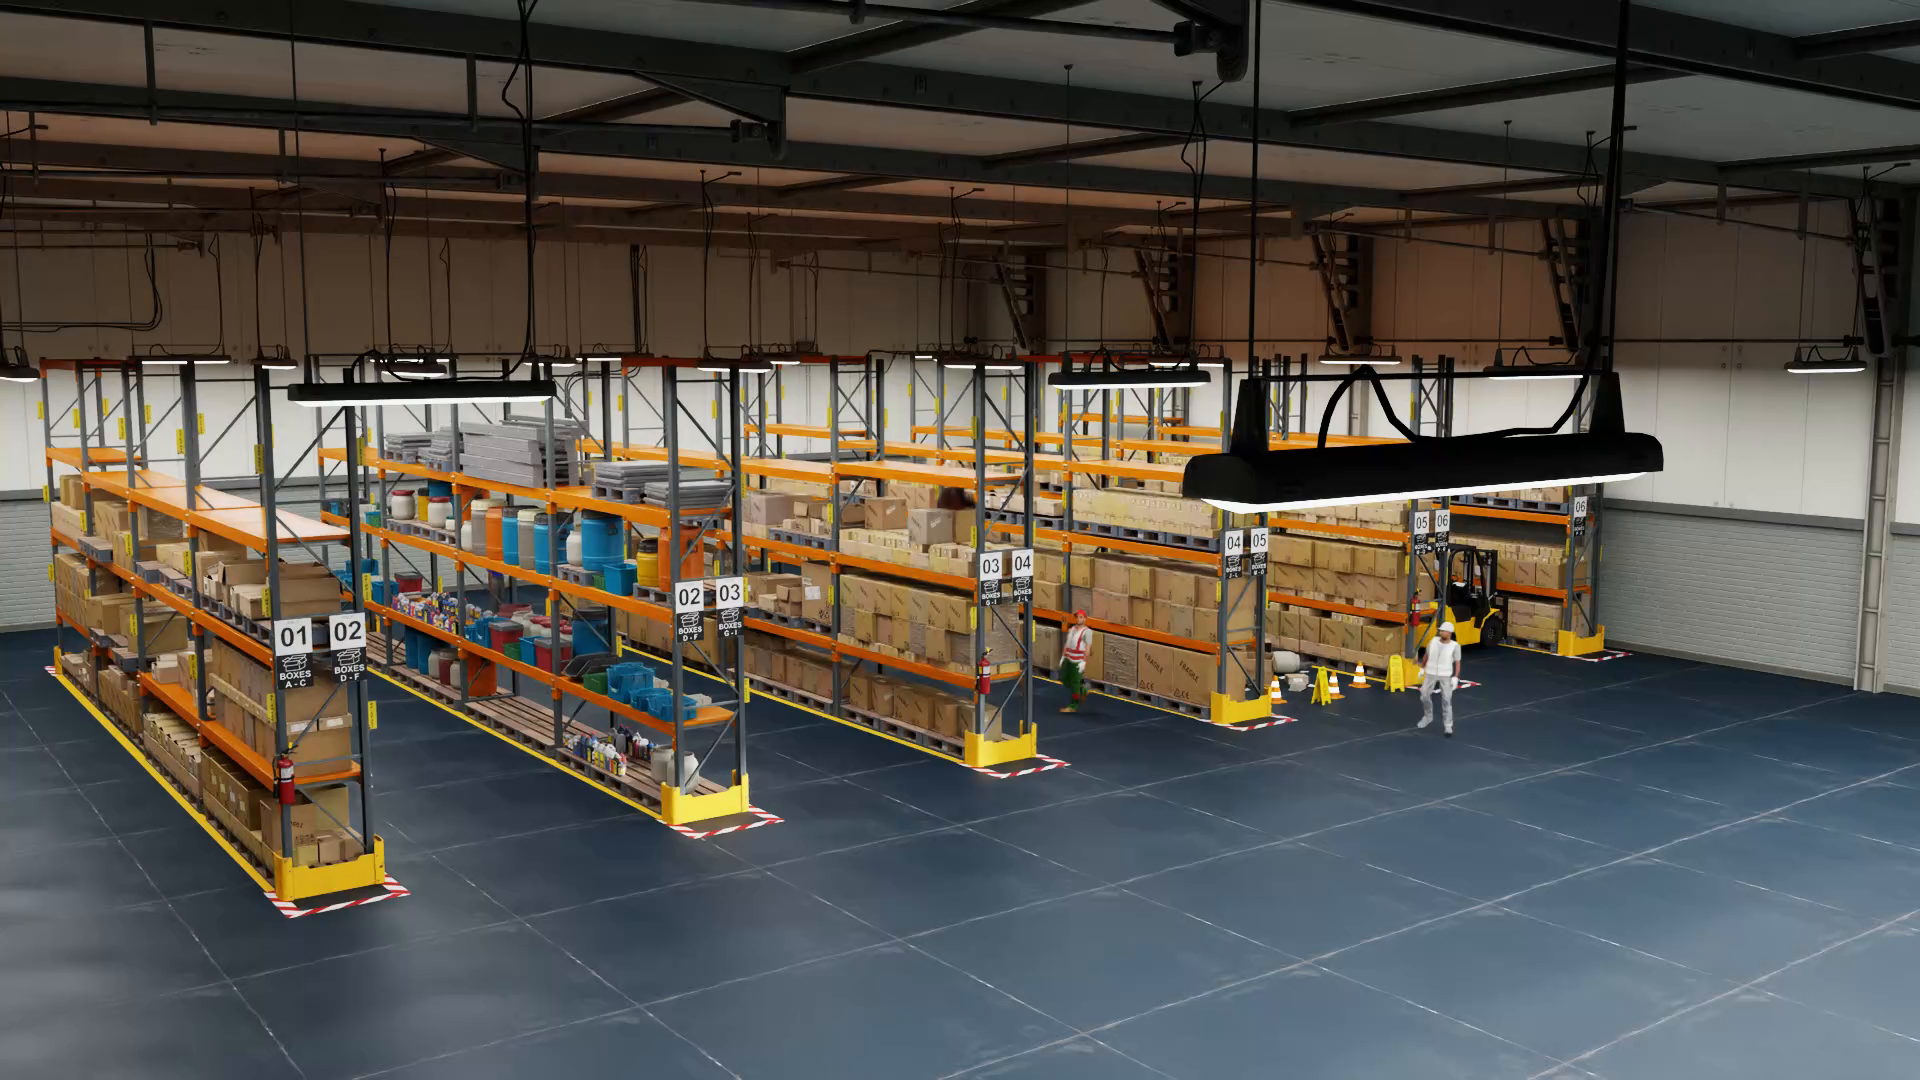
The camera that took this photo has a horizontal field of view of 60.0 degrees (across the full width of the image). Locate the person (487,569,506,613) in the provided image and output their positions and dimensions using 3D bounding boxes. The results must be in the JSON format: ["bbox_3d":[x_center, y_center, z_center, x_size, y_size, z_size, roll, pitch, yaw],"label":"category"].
[{"bbox_3d":[-10.467,1.008,37.627,0.334,1.692,0.456,2,7,16],"label":"person"}]

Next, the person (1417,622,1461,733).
[{"bbox_3d":[7.759,2.212,26.958,0.665,1.789,0.462,3,7,22],"label":"person"}]

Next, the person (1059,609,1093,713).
[{"bbox_3d":[2.000,2.061,28.225,0.606,1.770,0.563,-3,8,-26],"label":"person"}]
